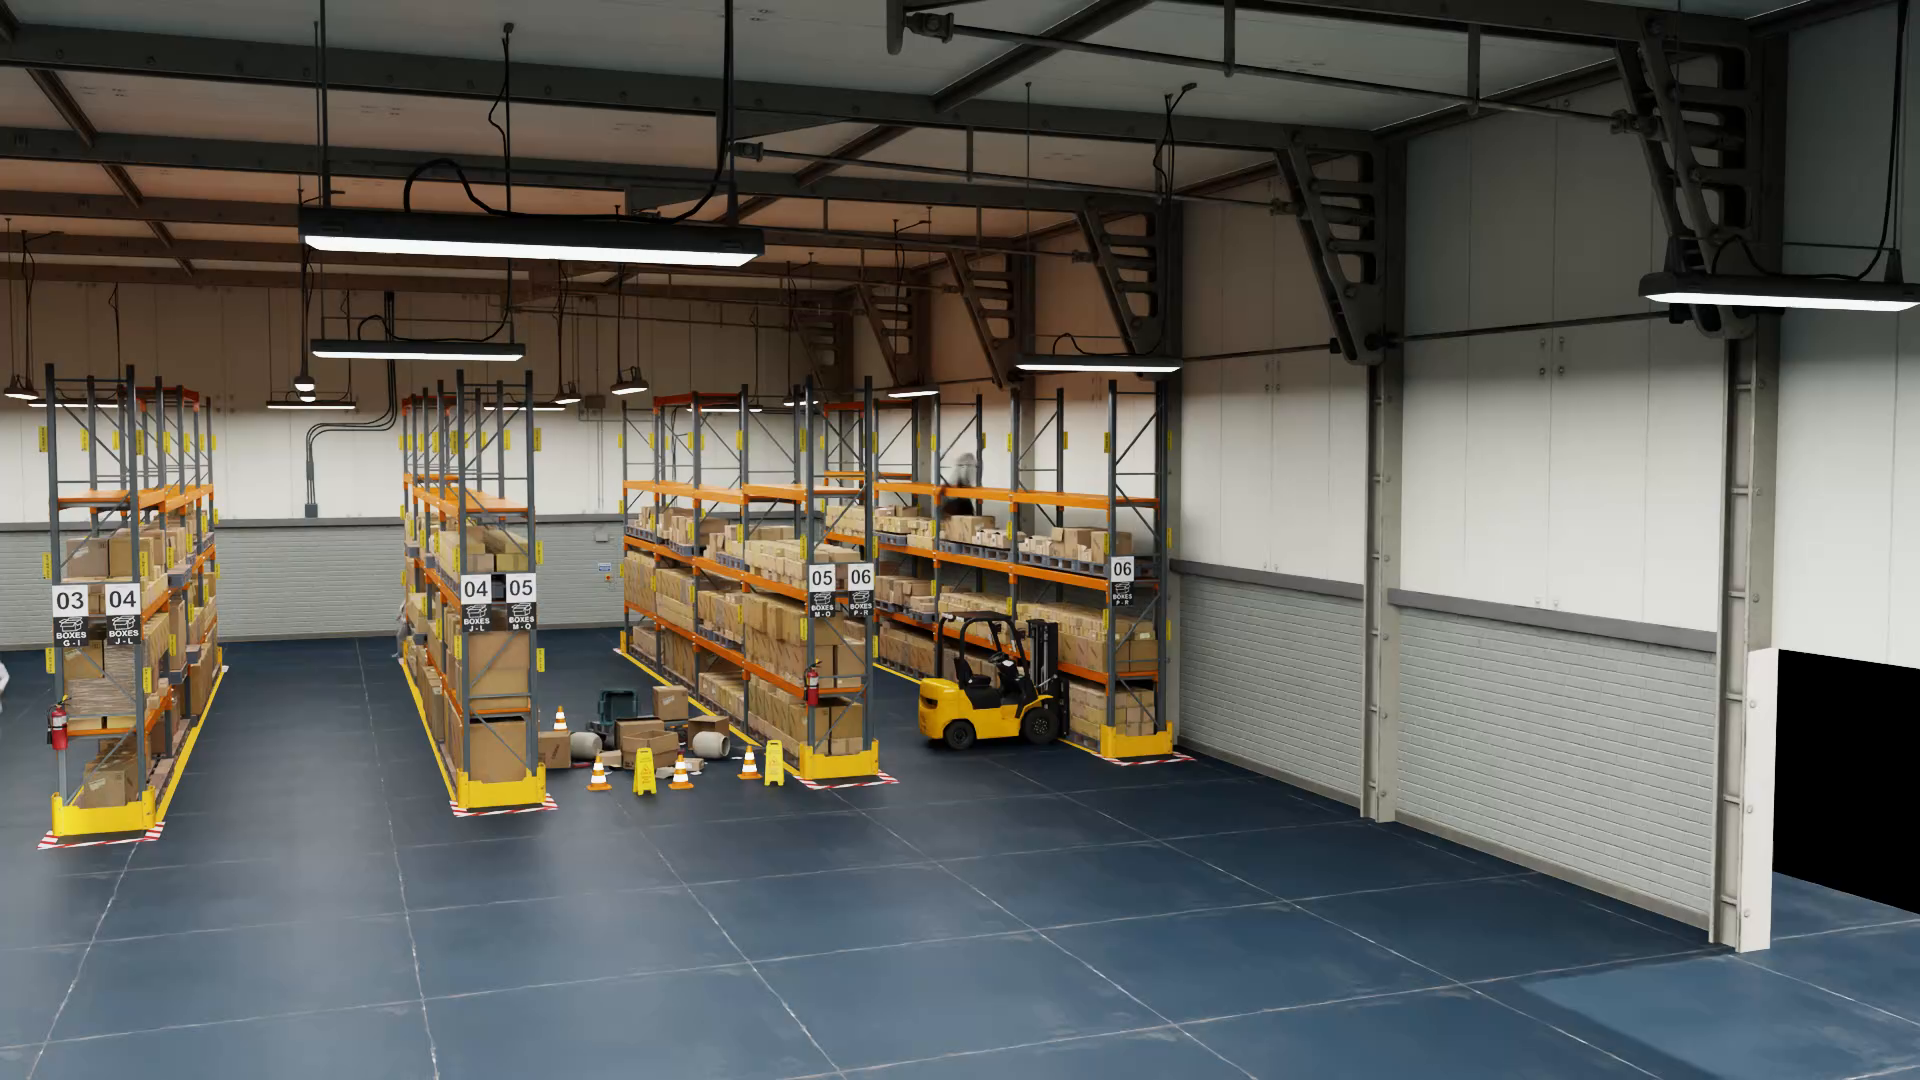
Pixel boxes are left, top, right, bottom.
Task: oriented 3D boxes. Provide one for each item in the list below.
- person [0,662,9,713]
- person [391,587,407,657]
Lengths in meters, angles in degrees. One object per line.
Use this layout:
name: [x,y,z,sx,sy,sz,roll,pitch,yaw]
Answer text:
person: [-15.570,2.574,26.535,0.694,1.763,0.673,-2,4,-28]
person: [-12.867,1.912,38.822,0.747,1.646,0.628,-2,4,-31]
